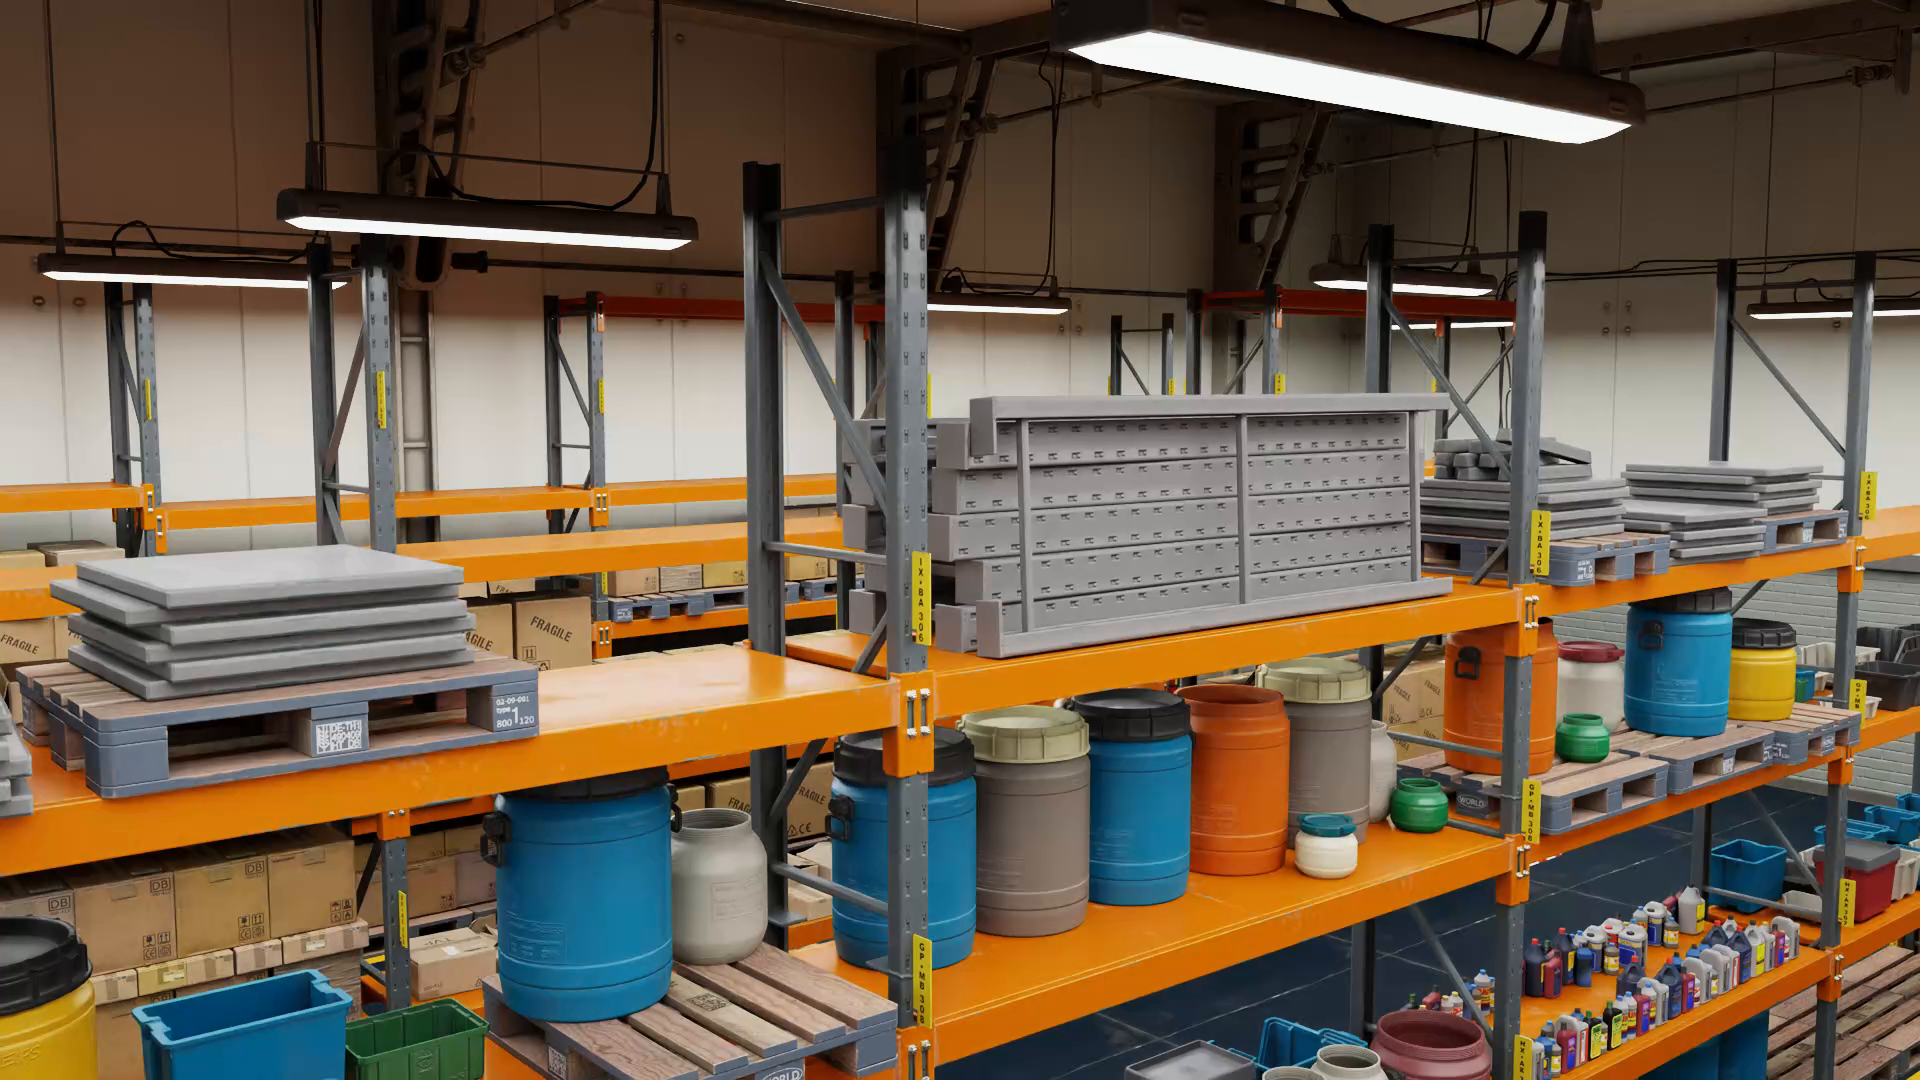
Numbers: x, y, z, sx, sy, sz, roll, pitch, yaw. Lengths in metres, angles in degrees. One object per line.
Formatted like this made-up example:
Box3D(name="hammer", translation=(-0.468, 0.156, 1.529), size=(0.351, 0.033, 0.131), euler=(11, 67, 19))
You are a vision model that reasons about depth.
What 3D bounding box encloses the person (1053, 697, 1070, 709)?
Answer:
Box3D(name="person", translation=(1.192, 2.312, 18.091), size=(0.678, 1.742, 0.581), euler=(4, 7, 39))
